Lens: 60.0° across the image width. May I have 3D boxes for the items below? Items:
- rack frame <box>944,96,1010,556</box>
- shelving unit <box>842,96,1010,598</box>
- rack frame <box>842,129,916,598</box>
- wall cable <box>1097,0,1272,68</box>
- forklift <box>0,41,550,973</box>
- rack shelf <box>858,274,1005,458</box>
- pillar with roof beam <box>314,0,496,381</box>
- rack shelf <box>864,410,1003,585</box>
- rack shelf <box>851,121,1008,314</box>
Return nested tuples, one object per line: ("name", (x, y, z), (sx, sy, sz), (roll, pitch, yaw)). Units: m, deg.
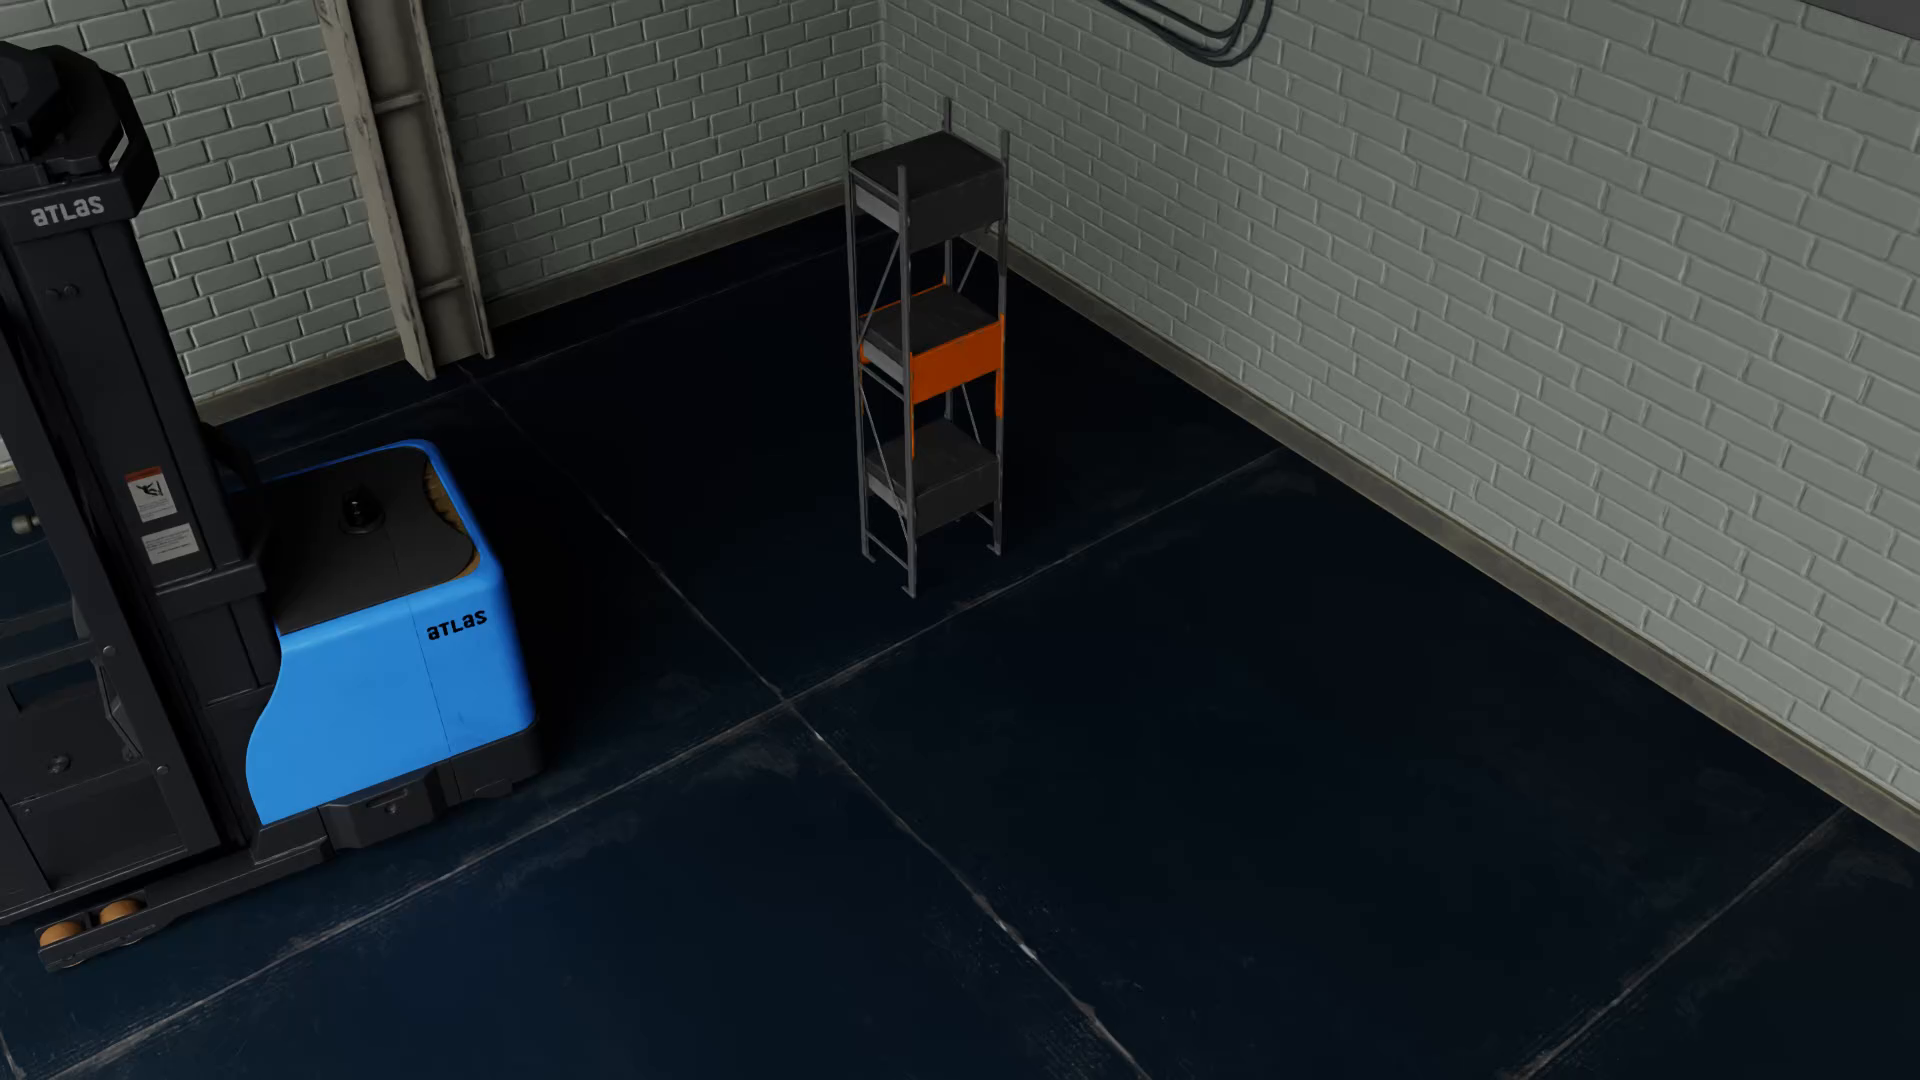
("rack frame", (0.062, -0.842, 7.121), (0.015, 2.100, 0.400), (-26, 46, -28))
("shelving unit", (-0.131, -0.748, 7.006), (0.503, 2.100, 0.431), (-26, 46, -28))
("rack frame", (-0.325, -0.654, 6.891), (0.015, 2.100, 0.400), (-26, 46, -28))
("wall cable", (0.394, -3.744, 7.667), (0.112, 2.526, 3.097), (-26, 46, -28))
("forklift", (-3.162, -0.002, 5.442), (3.031, 2.935, 1.130), (-20, 43, -22))
("rack shelf", (-0.131, -0.737, 7.015), (0.480, 0.518, 0.431), (-26, 46, -28))
("pillar with roof beam", (-0.124, -2.306, 3.466), (0.400, 9.000, 9.100), (-26, 46, -28))
("rack shelf", (-0.131, -0.196, 7.459), (0.480, 0.518, 0.431), (-26, 46, -28))
("rack shelf", (-0.131, -1.278, 6.571), (0.480, 0.518, 0.431), (-26, 46, -28))
